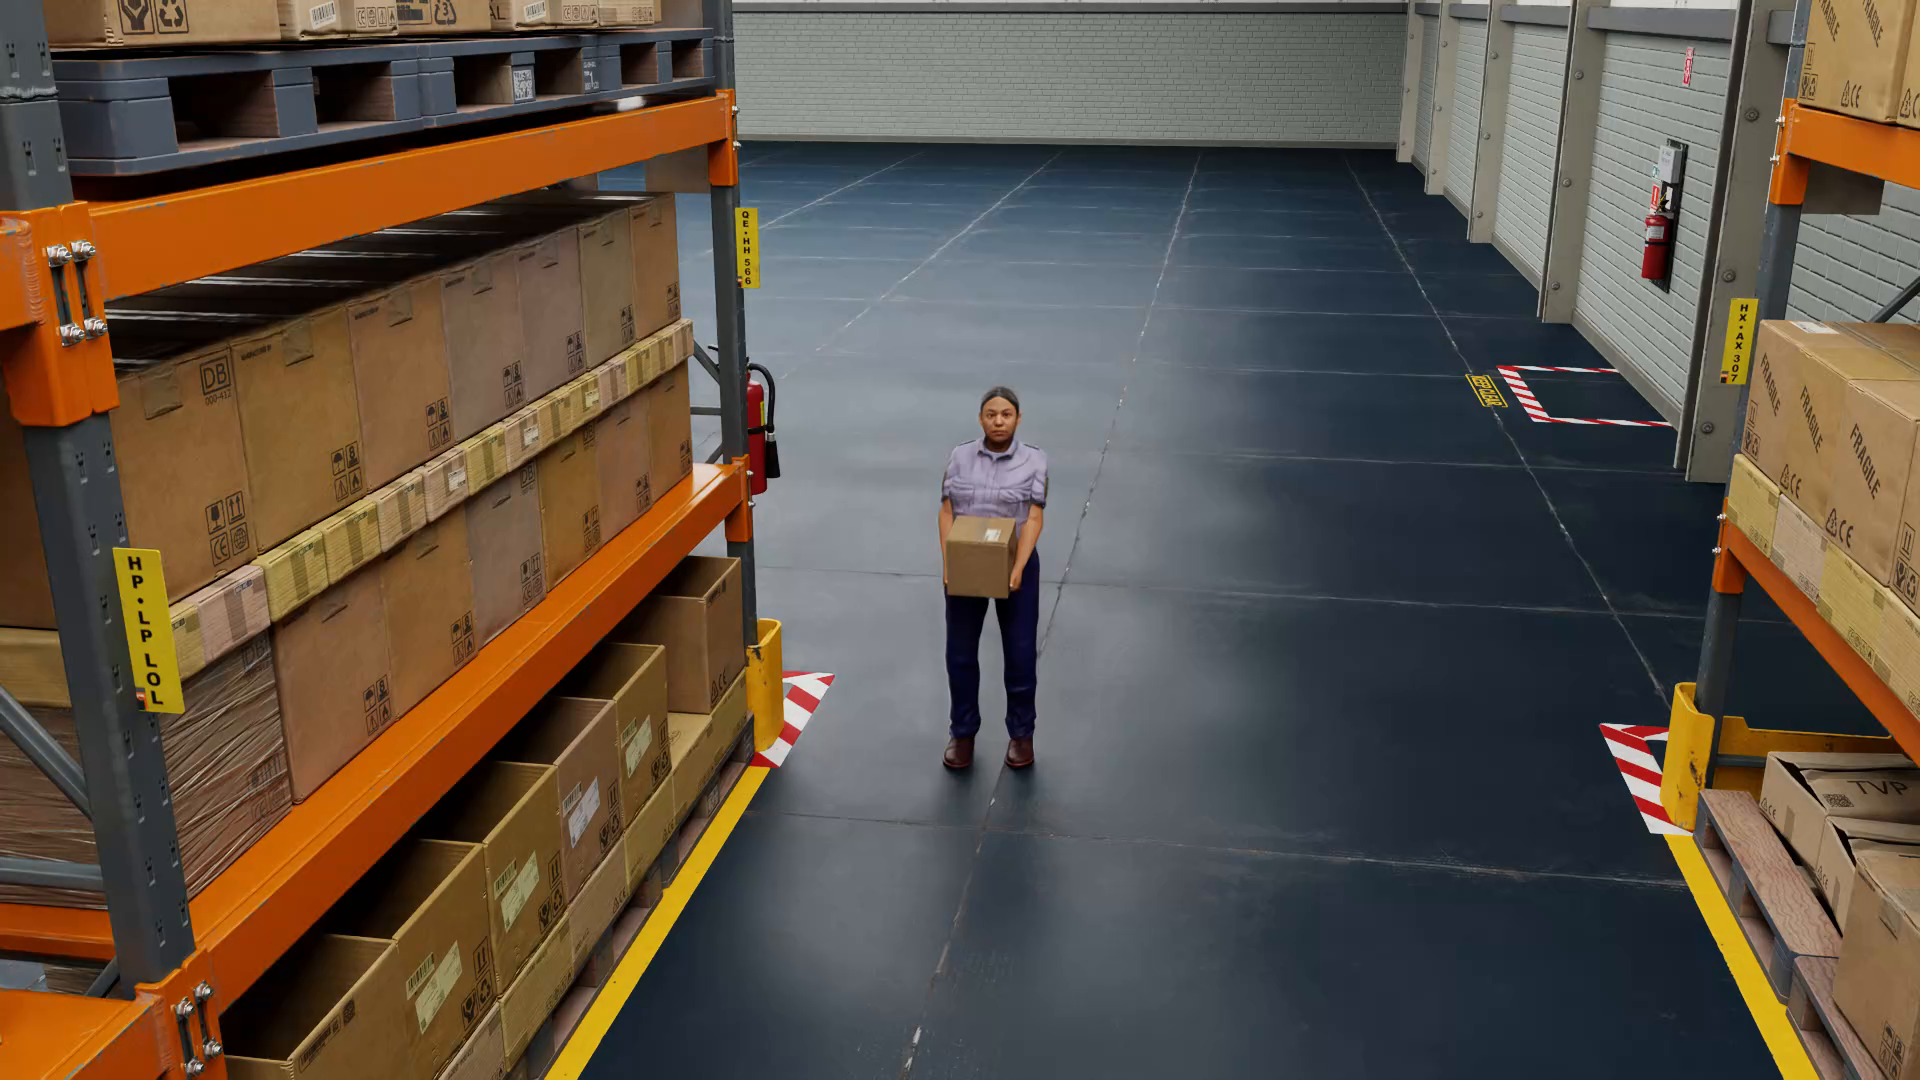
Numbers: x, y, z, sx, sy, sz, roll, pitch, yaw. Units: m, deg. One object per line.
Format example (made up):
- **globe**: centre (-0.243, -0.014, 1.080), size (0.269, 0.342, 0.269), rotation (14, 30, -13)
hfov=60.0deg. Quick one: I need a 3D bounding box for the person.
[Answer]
- **person**: centre (0.128, 0.180, 7.044), size (0.453, 1.636, 0.524), rotation (3, 18, 10)
